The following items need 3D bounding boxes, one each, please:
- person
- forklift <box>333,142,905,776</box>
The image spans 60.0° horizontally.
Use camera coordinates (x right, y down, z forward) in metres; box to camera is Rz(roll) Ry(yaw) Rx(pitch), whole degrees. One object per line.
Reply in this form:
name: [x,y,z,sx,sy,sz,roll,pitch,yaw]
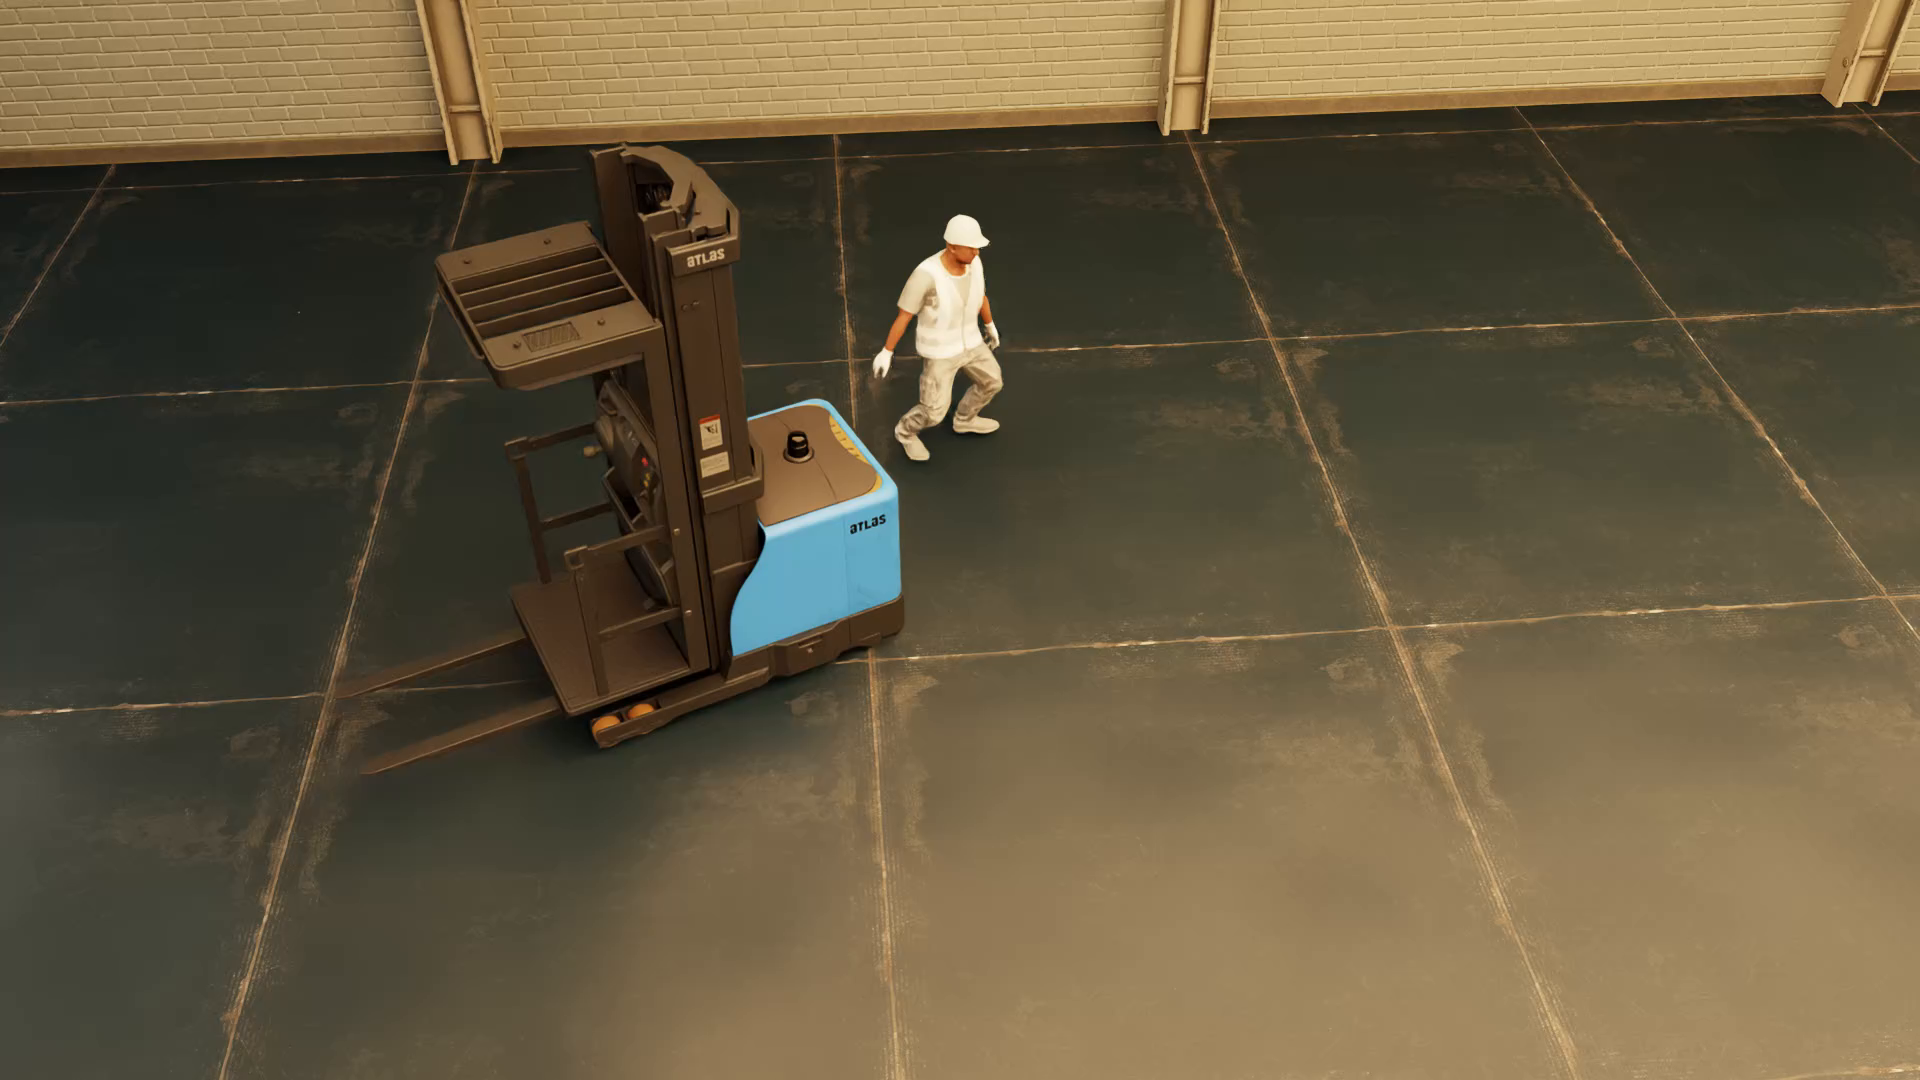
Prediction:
person: [-0.141,-1.231,10.289,0.913,1.699,0.496,-28,48,-29]
forklift: [-1.863,-0.402,8.408,3.031,2.935,1.130,-19,44,-21]
